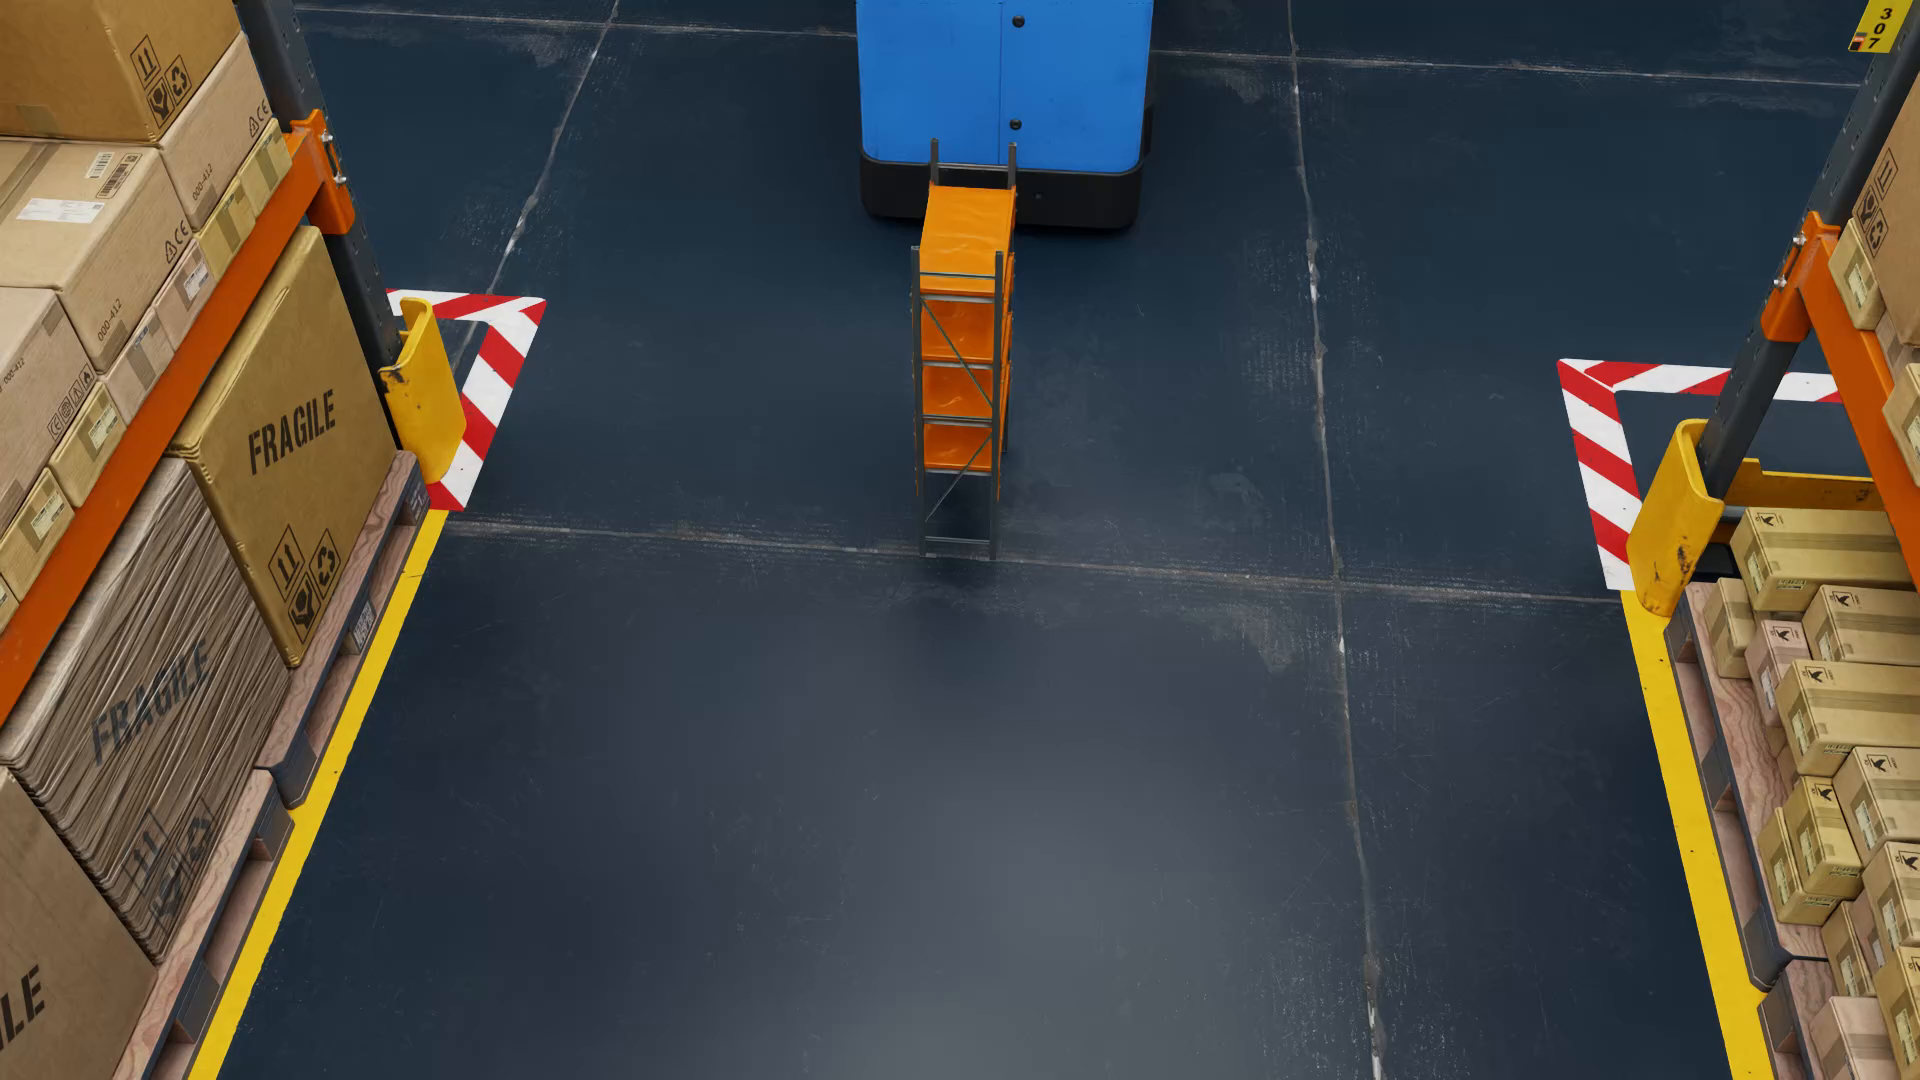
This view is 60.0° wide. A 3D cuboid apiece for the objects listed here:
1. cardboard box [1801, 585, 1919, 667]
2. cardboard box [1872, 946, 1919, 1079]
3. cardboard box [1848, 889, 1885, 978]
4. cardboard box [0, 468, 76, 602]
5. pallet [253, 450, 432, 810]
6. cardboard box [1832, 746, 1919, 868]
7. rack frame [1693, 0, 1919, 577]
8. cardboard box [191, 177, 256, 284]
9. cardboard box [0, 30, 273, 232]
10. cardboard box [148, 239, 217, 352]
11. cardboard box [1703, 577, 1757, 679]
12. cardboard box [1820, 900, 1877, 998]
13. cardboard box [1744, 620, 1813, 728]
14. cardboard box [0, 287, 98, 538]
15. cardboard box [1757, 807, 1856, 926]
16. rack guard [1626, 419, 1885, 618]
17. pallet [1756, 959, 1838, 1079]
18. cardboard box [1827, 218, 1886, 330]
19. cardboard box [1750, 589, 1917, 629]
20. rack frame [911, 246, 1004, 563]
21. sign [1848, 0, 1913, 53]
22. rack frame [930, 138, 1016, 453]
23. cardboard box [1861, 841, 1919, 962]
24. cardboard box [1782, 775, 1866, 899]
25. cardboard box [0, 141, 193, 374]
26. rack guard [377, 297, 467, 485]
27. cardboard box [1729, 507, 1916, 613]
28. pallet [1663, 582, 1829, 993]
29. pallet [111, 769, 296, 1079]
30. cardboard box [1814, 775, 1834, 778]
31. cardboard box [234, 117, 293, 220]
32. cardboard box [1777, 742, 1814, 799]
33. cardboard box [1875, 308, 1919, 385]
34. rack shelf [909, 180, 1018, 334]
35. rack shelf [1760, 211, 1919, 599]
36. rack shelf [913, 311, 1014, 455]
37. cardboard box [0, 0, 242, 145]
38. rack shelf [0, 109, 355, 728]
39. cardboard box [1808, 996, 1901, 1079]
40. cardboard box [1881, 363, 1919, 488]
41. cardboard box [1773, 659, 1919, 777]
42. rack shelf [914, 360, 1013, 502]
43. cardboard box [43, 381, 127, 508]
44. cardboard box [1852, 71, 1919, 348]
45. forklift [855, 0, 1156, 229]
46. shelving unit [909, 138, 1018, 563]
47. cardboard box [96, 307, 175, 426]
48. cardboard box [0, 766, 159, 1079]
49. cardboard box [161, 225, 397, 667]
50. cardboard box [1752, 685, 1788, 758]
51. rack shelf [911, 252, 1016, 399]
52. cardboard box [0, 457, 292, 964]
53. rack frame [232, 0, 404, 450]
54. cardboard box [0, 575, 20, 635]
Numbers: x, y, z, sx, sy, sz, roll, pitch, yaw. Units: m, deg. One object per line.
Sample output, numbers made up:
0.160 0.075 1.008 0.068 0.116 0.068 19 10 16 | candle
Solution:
2.382 0.266 4.218 0.380 0.149 0.250 5 48 4 | cardboard box
2.187 1.024 3.525 0.380 0.149 0.250 5 48 4 | cardboard box
2.294 0.927 3.815 0.380 0.149 0.250 2 48 2 | cardboard box
-2.076 -0.024 3.410 0.380 0.149 0.250 4 48 4 | cardboard box
-2.252 0.200 4.924 1.003 0.211 1.213 4 48 4 | pallet
2.291 0.630 3.885 0.380 0.149 0.250 2 48 2 | cardboard box
2.673 -0.926 4.065 1.000 3.000 0.127 4 48 4 | rack frame
-1.983 -0.775 4.096 0.380 0.149 0.250 4 48 4 | cardboard box
-2.036 -1.010 4.041 0.500 0.250 0.500 3 48 3 | cardboard box
-2.007 -0.589 3.926 0.380 0.149 0.250 4 48 4 | cardboard box
2.307 0.257 4.629 0.380 0.149 0.250 5 48 4 | cardboard box
2.288 1.013 3.939 0.380 0.149 0.250 4 48 4 | cardboard box
2.289 0.359 4.335 0.380 0.149 0.250 4 48 3 | cardboard box
-2.129 -0.263 3.358 0.500 0.250 0.500 2 48 2 | cardboard box
2.216 0.819 4.116 0.380 0.149 0.250 4 48 4 | cardboard box
2.667 -0.027 4.936 1.175 0.500 0.348 4 48 4 | rack guard
2.444 1.559 3.681 1.003 0.211 1.213 4 48 4 | pallet
2.318 -0.626 3.960 0.380 0.149 0.250 4 48 3 | cardboard box
2.370 0.161 4.516 0.380 0.149 0.250 6 48 5 | cardboard box
-0.007 -0.347 4.755 0.240 1.200 0.015 4 48 4 | rack frame
2.133 -1.255 3.778 0.100 0.325 0.005 4 48 4 | sign
0.037 -0.706 5.083 0.240 1.200 0.015 4 48 4 | rack frame
2.257 0.833 3.699 0.380 0.149 0.250 6 48 5 | cardboard box
2.223 0.726 3.999 0.380 0.149 0.250 5 48 5 | cardboard box
-2.083 -0.637 3.700 0.500 0.250 0.500 3 48 3 | cardboard box
-2.254 -0.508 5.376 1.175 0.500 0.348 4 48 4 | rack guard
2.287 0.055 4.411 0.380 0.149 0.250 2 48 2 | cardboard box
2.557 0.665 4.499 1.003 0.211 1.213 4 48 4 | pallet
-2.365 1.094 4.107 1.003 0.211 1.213 4 48 4 | pallet
2.355 0.545 4.165 0.380 0.149 0.250 4 48 4 | cardboard box
-1.961 -0.966 4.271 0.380 0.149 0.250 5 48 4 | cardboard box
2.349 0.638 4.281 0.380 0.149 0.250 4 48 4 | cardboard box
2.336 -0.436 3.786 0.380 0.149 0.250 5 48 5 | cardboard box
0.015 -0.792 4.629 0.258 0.148 0.480 4 48 4 | rack shelf
2.491 0.786 2.986 1.077 0.370 4.000 4 48 4 | rack shelf
0.015 -0.481 4.968 0.258 0.148 0.480 4 48 4 | rack shelf
-2.039 -1.261 3.763 0.500 0.500 0.500 4 48 4 | cardboard box
-2.439 0.378 3.359 1.077 0.370 4.000 4 48 4 | rack shelf
2.179 1.190 3.776 0.380 0.149 0.250 2 48 2 | cardboard box
2.258 -0.242 3.609 0.380 0.149 0.250 3 48 2 | cardboard box
2.232 0.443 4.057 0.380 0.149 0.250 4 48 3 | cardboard box
0.015 -0.347 5.115 0.258 0.148 0.480 4 48 4 | rack shelf
-2.053 -0.215 3.584 0.380 0.149 0.250 3 48 3 | cardboard box
2.357 -0.749 3.633 0.500 0.500 0.500 6 48 5 | cardboard box
0.275 -3.244 6.231 1.130 2.935 3.031 4 48 3 | forklift
0.015 -0.527 4.919 0.258 1.200 0.503 4 48 4 | shelving unit
-2.031 -0.406 3.759 0.380 0.149 0.250 5 48 4 | cardboard box
-2.399 1.039 3.422 0.875 0.875 0.875 4 48 4 | cardboard box
-2.235 -0.283 4.632 0.875 0.875 0.875 4 48 4 | cardboard box
2.365 0.455 4.448 0.380 0.149 0.250 4 48 3 | cardboard box
0.015 -0.632 4.803 0.258 0.148 0.480 4 48 4 | rack shelf
-2.318 0.385 4.020 0.875 0.875 0.875 4 48 4 | cardboard box
-2.257 -1.334 4.438 1.000 3.000 0.127 4 48 4 | rack frame
-2.101 0.158 3.243 0.380 0.149 0.250 5 48 4 | cardboard box
